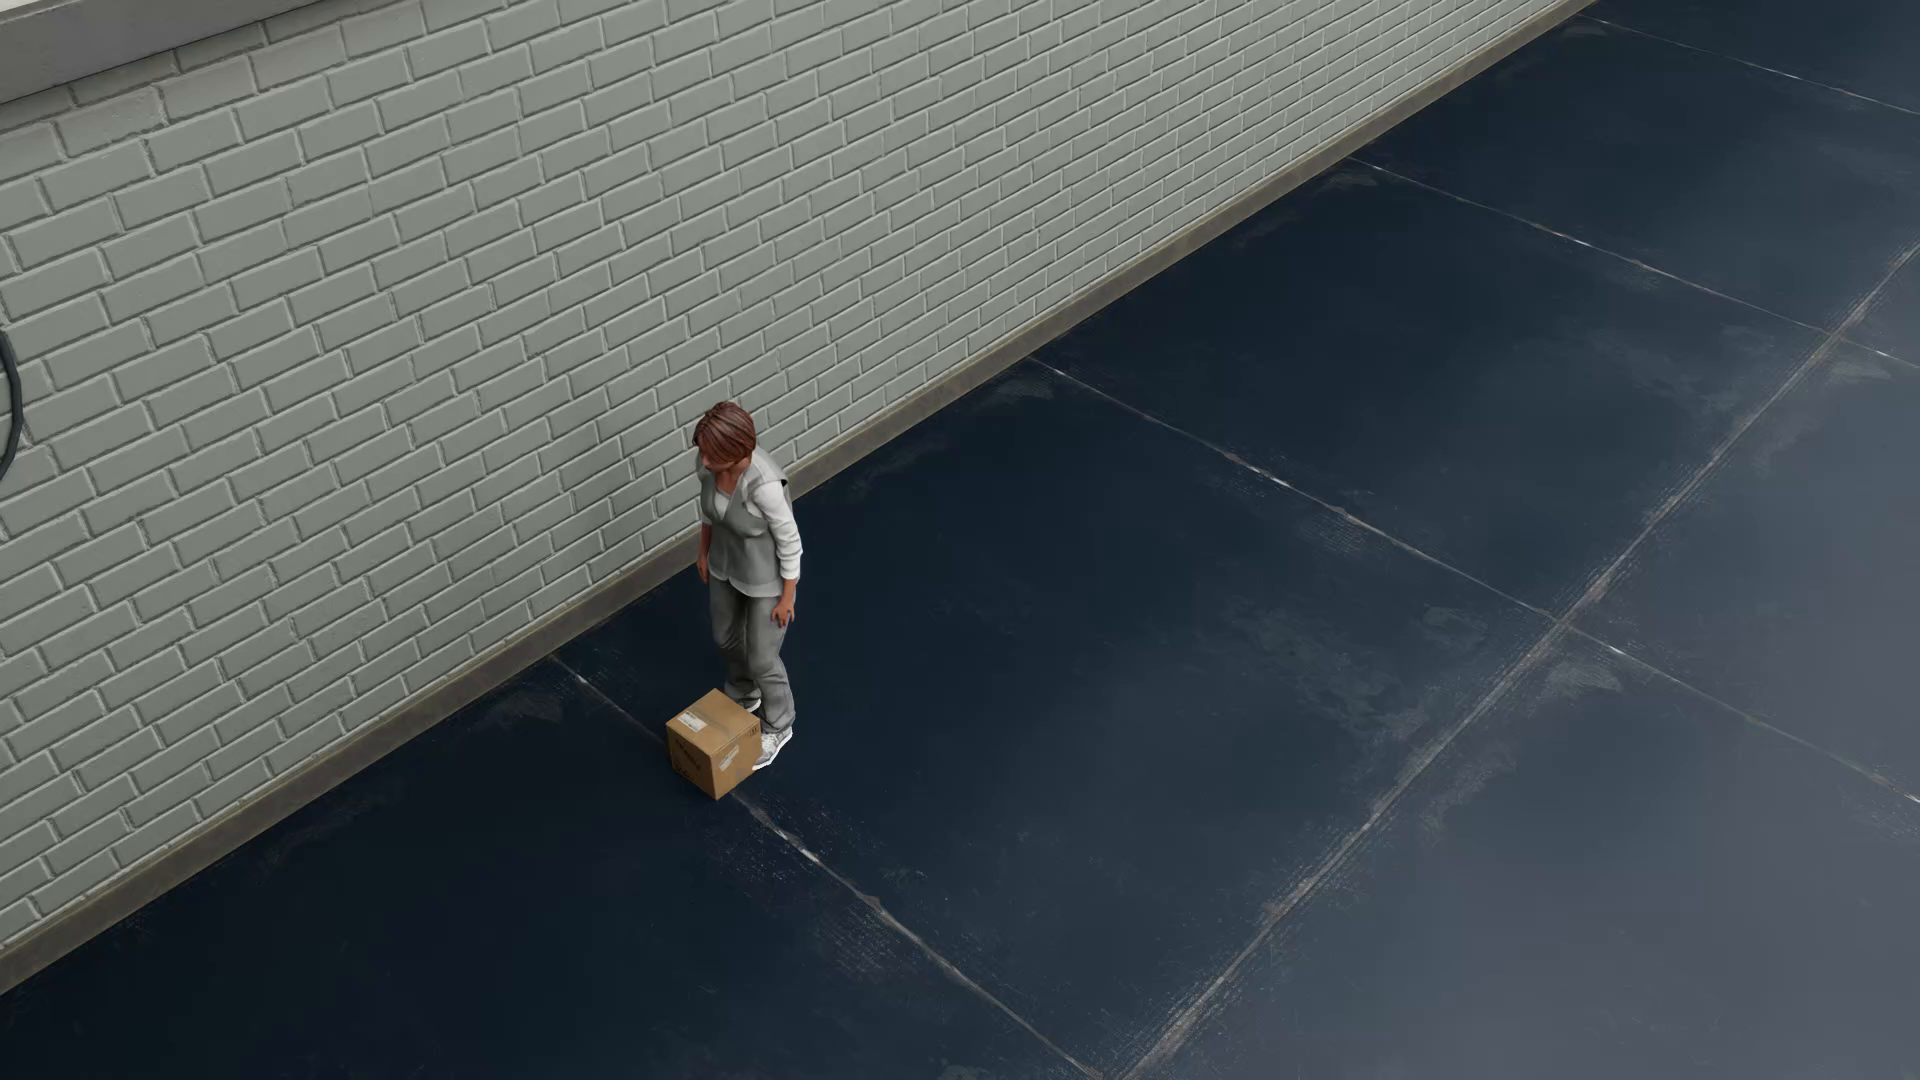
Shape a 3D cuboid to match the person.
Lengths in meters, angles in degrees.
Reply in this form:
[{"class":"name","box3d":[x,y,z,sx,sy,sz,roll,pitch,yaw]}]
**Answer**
[{"class":"person","box3d":[-0.774,0.144,5.992,0.477,1.592,0.377,28,47,29]}]
